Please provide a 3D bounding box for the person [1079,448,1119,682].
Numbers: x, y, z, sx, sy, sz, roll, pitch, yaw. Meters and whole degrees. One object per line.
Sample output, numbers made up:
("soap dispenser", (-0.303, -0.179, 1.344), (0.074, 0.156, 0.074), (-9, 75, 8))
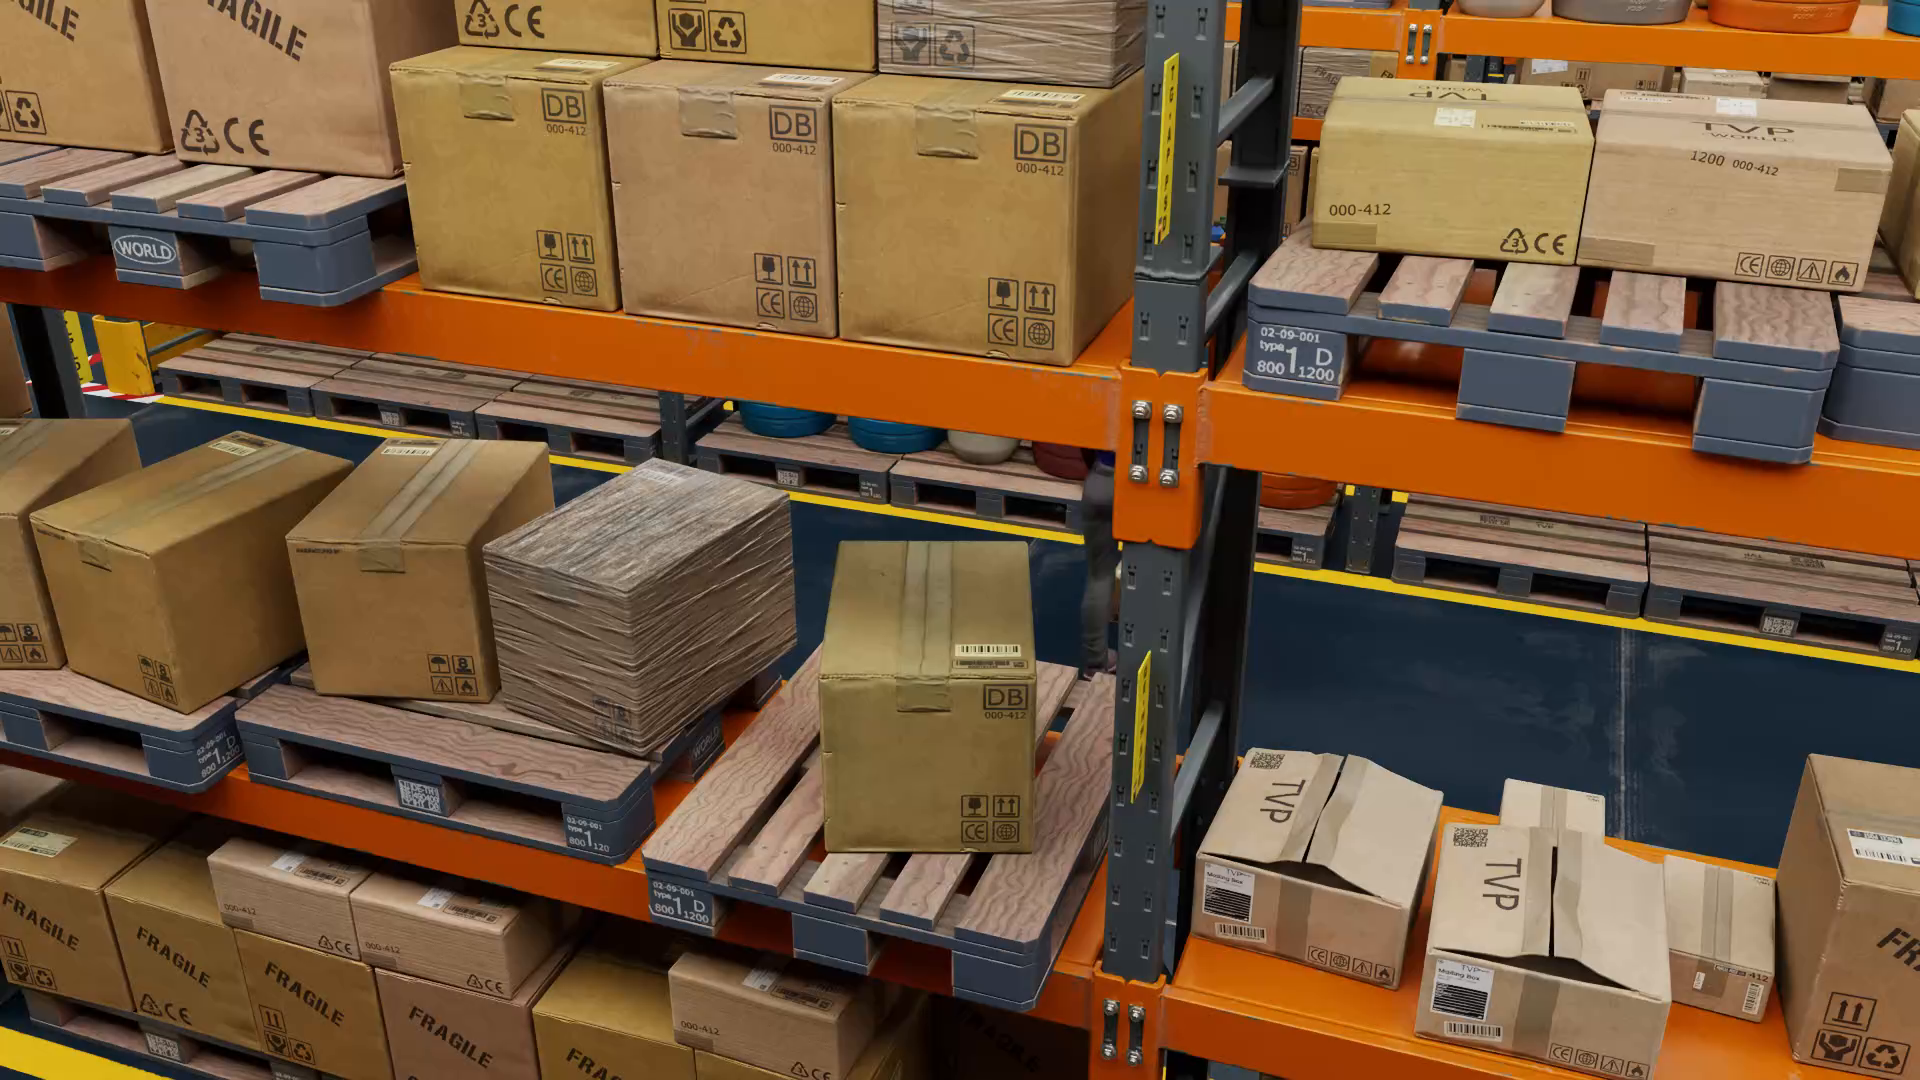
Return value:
("person", (0.766, -0.228, 7.580), (0.451, 1.613, 0.866), (8, 27, 17))
